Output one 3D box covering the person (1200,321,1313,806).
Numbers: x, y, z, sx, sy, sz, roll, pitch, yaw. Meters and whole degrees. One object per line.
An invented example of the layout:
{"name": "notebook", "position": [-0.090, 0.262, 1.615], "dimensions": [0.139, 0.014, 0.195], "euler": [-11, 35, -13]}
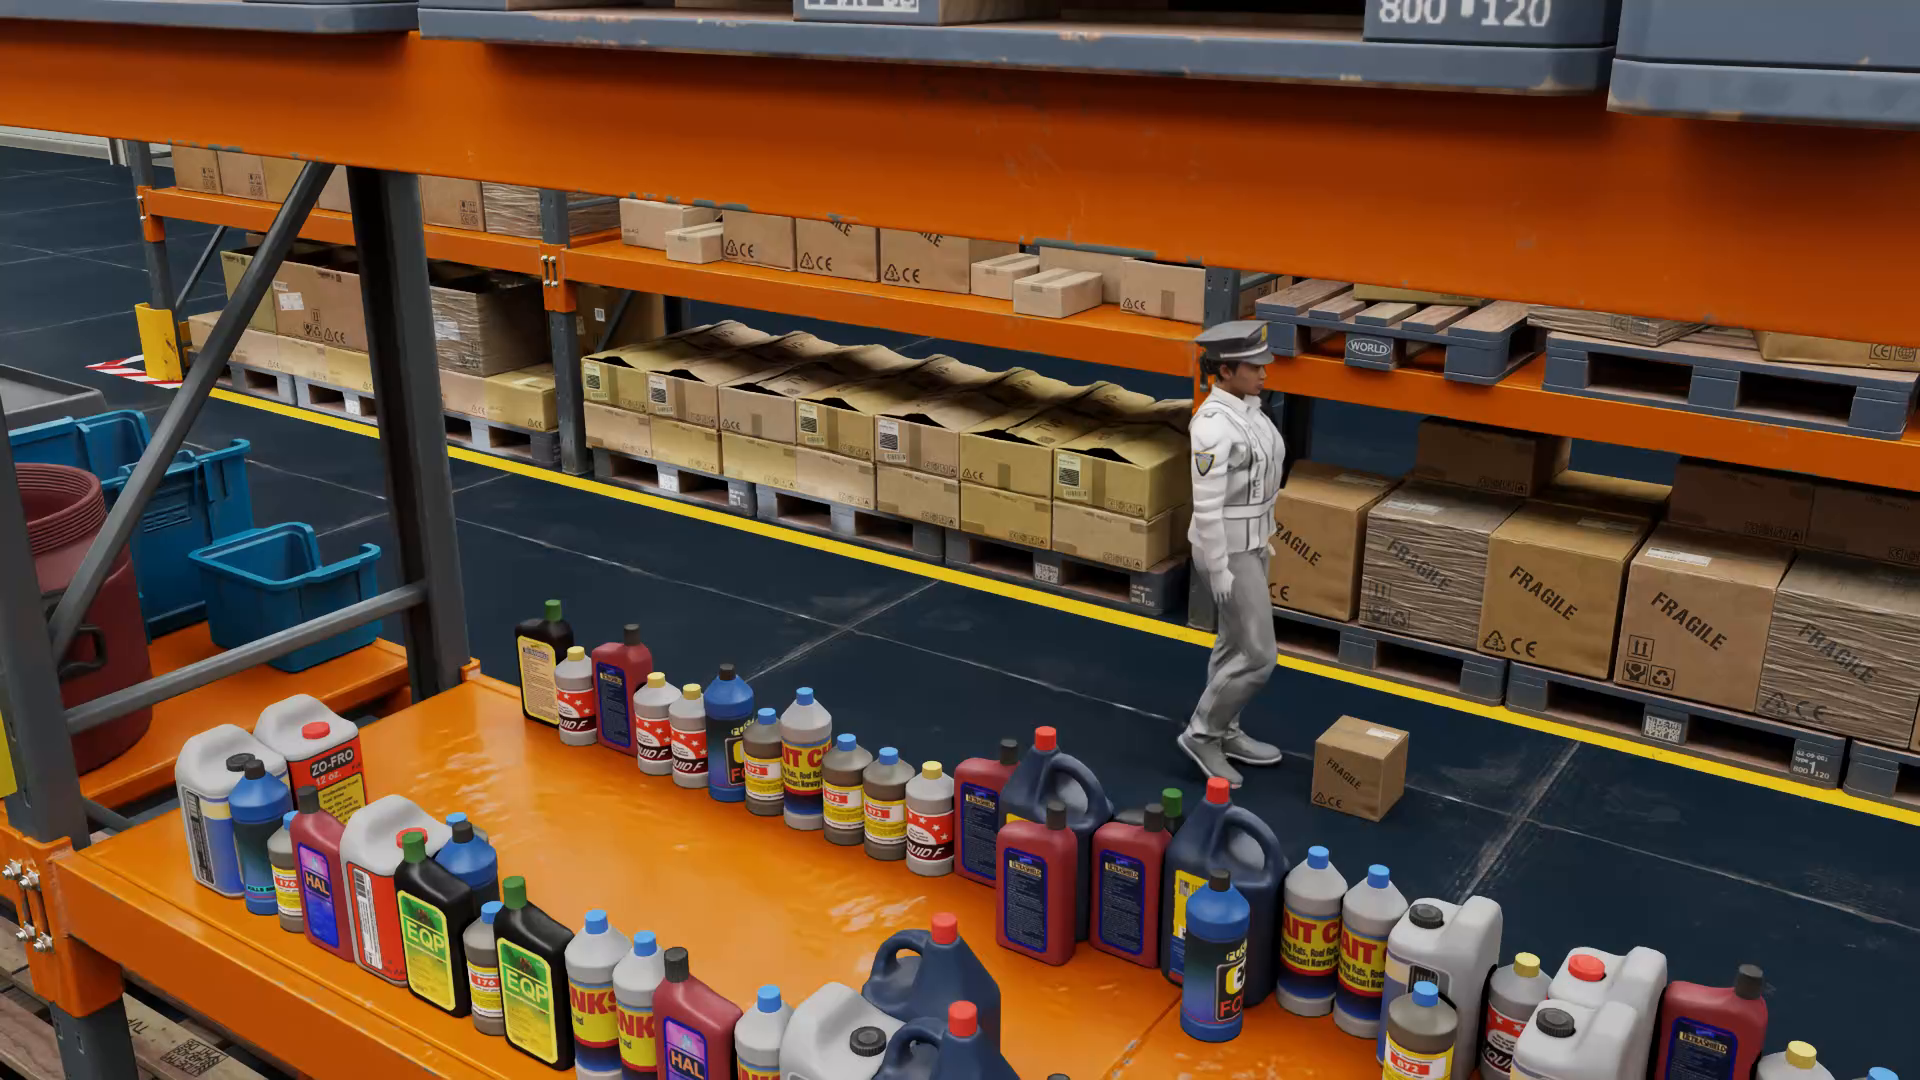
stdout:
{"name": "person", "position": [1.106, 0.064, 5.908], "dimensions": [0.479, 1.711, 0.513], "euler": [10, 22, 25]}
